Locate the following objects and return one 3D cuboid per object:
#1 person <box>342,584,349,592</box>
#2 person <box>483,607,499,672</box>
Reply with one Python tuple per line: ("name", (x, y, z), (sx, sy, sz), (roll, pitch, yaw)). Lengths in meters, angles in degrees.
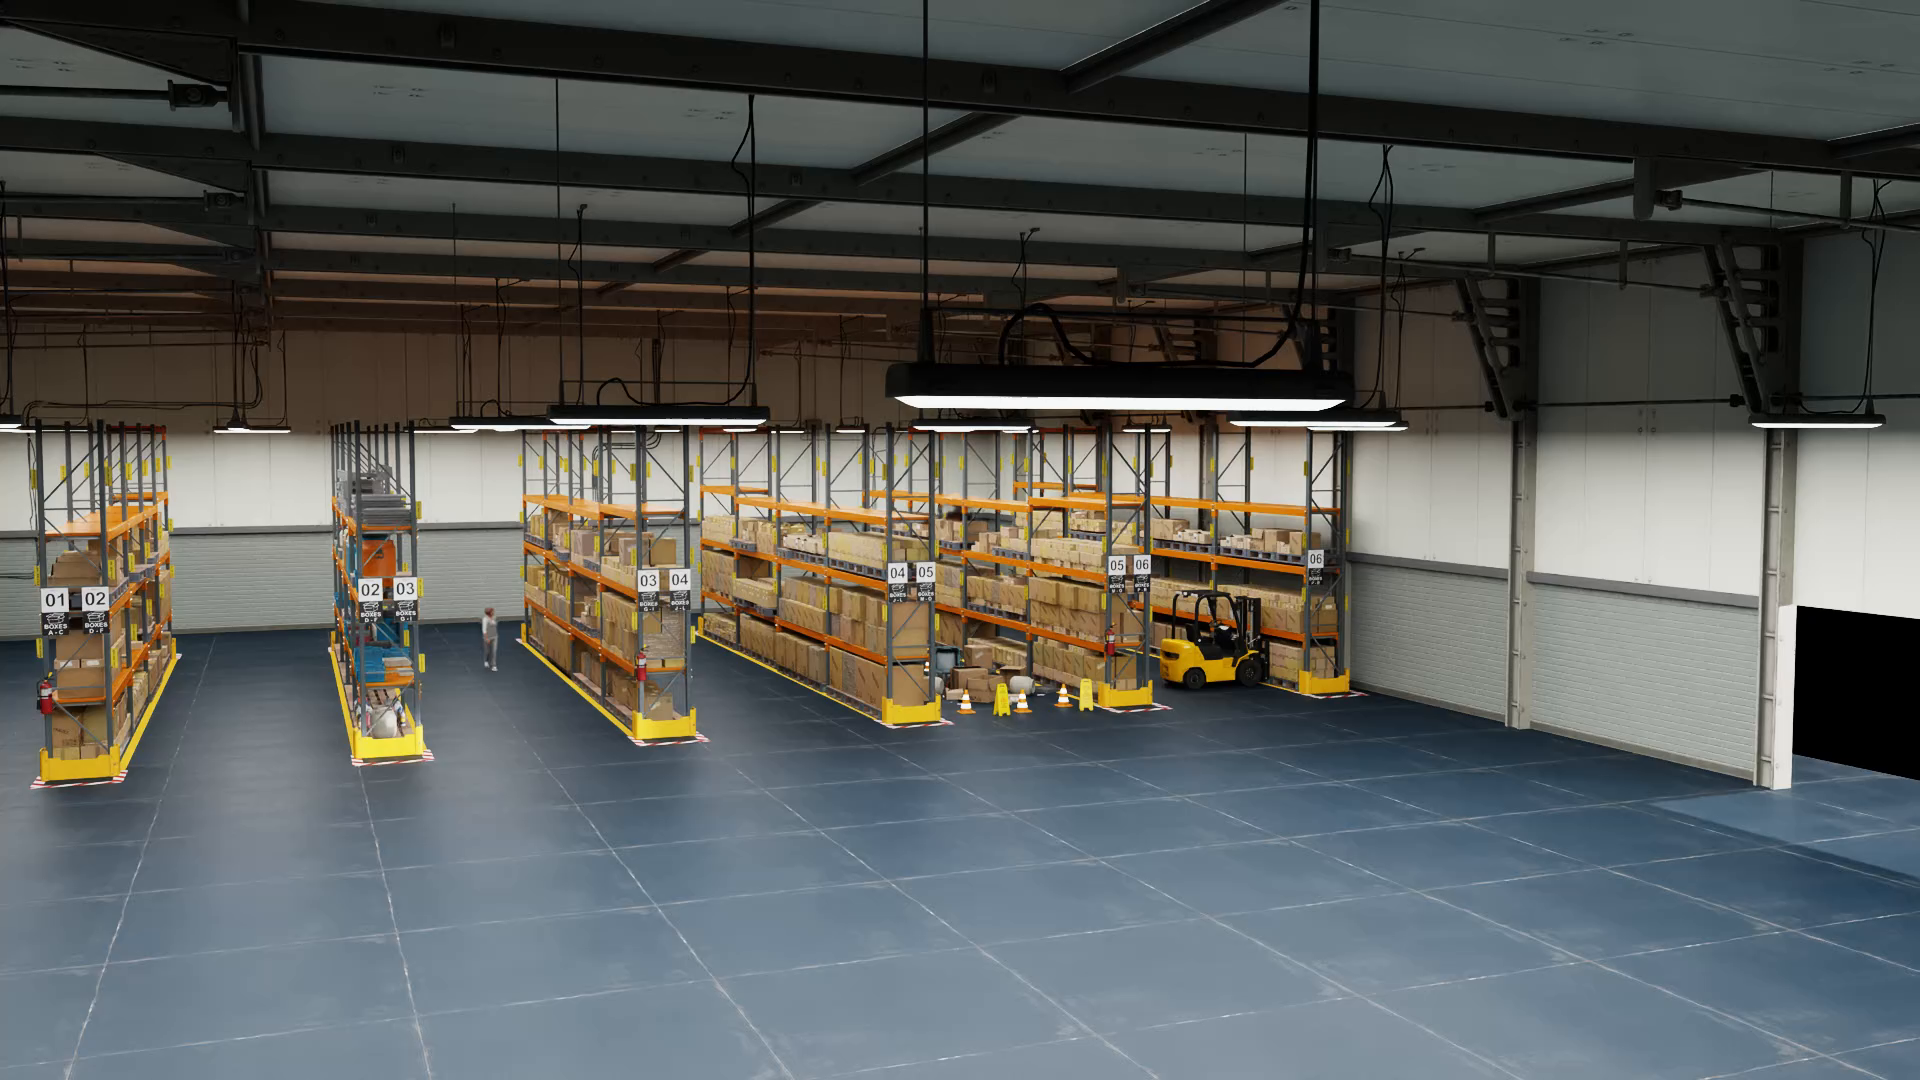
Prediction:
("person", (-17.374, 1.879, 47.646), (0.550, 1.805, 0.605), (3, 5, 42))
("person", (-11.477, 2.400, 40.611), (0.392, 1.555, 0.823), (-2, 4, -25))
